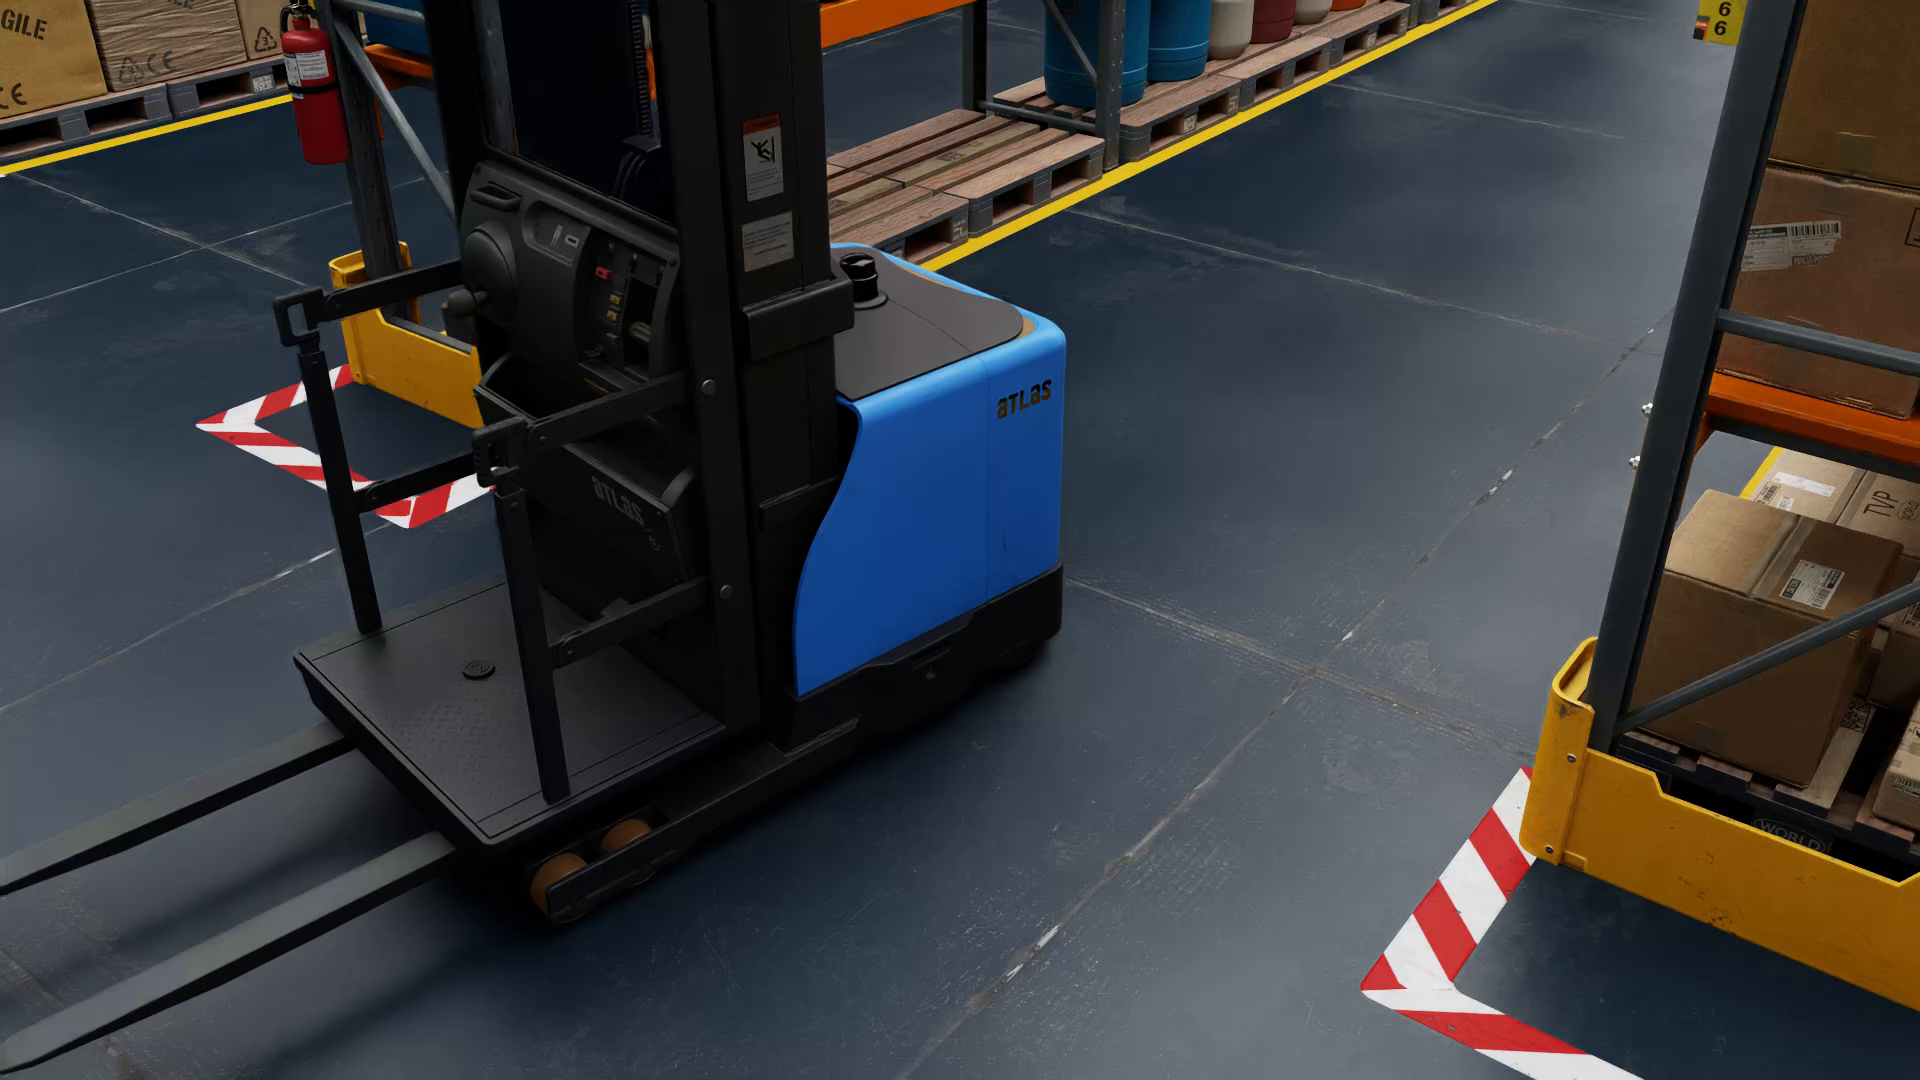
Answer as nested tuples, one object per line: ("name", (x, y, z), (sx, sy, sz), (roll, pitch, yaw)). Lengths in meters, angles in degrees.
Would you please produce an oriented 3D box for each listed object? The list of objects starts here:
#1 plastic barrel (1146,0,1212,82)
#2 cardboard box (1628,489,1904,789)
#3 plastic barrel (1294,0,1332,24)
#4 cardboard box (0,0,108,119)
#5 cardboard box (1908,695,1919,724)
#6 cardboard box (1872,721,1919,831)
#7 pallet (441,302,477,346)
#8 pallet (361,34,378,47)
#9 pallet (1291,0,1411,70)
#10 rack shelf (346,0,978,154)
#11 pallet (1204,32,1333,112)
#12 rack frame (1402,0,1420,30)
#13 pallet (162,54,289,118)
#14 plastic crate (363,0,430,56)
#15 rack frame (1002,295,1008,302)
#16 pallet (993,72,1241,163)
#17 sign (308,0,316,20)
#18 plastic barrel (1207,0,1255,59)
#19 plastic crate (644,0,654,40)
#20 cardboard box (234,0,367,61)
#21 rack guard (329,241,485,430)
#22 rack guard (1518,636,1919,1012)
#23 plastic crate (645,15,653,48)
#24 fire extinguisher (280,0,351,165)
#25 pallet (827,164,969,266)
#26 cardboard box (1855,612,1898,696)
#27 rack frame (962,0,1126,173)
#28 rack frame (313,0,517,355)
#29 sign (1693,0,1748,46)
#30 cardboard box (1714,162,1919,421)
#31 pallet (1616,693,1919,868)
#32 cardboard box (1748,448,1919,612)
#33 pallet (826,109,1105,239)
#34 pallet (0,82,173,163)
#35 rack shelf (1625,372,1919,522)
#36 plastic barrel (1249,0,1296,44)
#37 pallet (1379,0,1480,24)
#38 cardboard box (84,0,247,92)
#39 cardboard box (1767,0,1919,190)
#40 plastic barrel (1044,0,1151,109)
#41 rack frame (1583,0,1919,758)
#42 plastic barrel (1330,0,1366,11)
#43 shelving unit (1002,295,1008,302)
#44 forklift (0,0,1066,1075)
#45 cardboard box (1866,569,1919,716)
("plastic barrel", (1.214, -3.275, 9.981), (0.600, 0.901, 0.708), (21, 37, 31))
("cardboard box", (2.109, 0.248, 4.410), (0.500, 0.500, 0.500), (21, 37, 31))
("plastic barrel", (2.308, -3.769, 11.195), (0.421, 0.512, 0.421), (0, 31, 0))
("cardboard box", (-5.596, -2.943, 9.446), (0.875, 0.875, 0.875), (21, 37, 31))
("cardboard box", (2.655, 0.522, 4.275), (0.380, 0.166, 0.250), (21, 37, 31))
("cardboard box", (2.504, 0.631, 4.108), (0.380, 0.149, 0.250), (21, 37, 31))
("pallet", (-1.441, -0.991, 7.216), (1.003, 0.211, 1.213), (21, 37, 31))
("pallet", (-4.026, -3.533, 11.505), (1.003, 0.211, 1.213), (21, 37, 31))
("pallet", (2.416, -3.587, 11.595), (1.003, 0.211, 1.213), (21, 37, 31))
("rack shelf", (-0.763, -2.371, 7.514), (1.077, 0.370, 4.000), (21, 37, 31))
("pallet", (1.680, -3.093, 10.762), (1.003, 0.211, 1.213), (21, 37, 31))
("rack frame", (2.859, -5.119, 11.446), (1.000, 3.000, 0.127), (21, 37, 31))
("pallet", (-4.762, -3.035, 10.664), (1.003, 0.211, 1.213), (21, 37, 31))
("plastic crate", (-1.917, -2.102, 6.262), (0.616, 0.435, 0.499), (21, 37, 31))
("rack frame", (0.056, -0.425, 5.585), (0.240, 0.900, 0.006), (21, 37, 31))
("pallet", (0.944, -2.595, 9.921), (1.003, 0.211, 1.213), (21, 37, 31))
("sign", (-2.418, -2.101, 6.192), (0.100, 0.325, 0.005), (21, 37, 31))
("plastic barrel", (1.626, -3.310, 10.421), (0.421, 0.512, 0.421), (0, 31, 0))
("plastic crate", (-1.161, -2.088, 6.437), (0.416, 0.233, 0.300), (21, 37, 31))
("cardboard box", (-4.510, -3.675, 10.681), (0.875, 0.875, 0.875), (21, 37, 31))
("rack guard", (-1.974, -0.779, 6.573), (1.175, 0.500, 0.348), (21, 37, 31))
("rack guard", (2.023, 0.703, 4.074), (1.175, 0.500, 0.348), (21, 37, 31))
("plastic crate", (-1.299, -1.884, 6.187), (0.250, 0.136, 0.298), (21, 37, 31))
("fire extinguisher", (-2.423, -1.753, 6.207), (0.296, 0.674, 0.183), (21, 37, 31))
("pallet", (-0.704, -1.485, 8.049), (1.003, 0.211, 1.213), (21, 37, 31))
("cardboard box", (2.425, 0.254, 4.727), (0.380, 0.166, 0.250), (21, 37, 31))
("rack frame", (0.445, -3.494, 8.703), (1.000, 3.000, 0.127), (21, 37, 31))
("rack frame", (-1.970, -1.868, 5.959), (1.000, 3.000, 0.127), (21, 37, 31))
("sign", (1.546, -1.155, 3.311), (0.100, 0.325, 0.005), (21, 37, 31))
("cardboard box", (2.030, -0.651, 3.808), (0.500, 0.500, 0.500), (22, 37, 33))
("pallet", (2.503, 0.503, 4.695), (1.003, 0.211, 1.213), (21, 37, 31))
("cardboard box", (2.706, -0.022, 5.110), (0.500, 0.250, 0.500), (21, 37, 31))
("pallet", (0.032, -1.983, 8.889), (1.003, 0.211, 1.213), (21, 37, 31))
("pallet", (-5.498, -2.541, 9.831), (1.003, 0.211, 1.213), (21, 37, 31))
("rack shelf", (3.184, -0.845, 4.940), (1.077, 0.370, 4.000), (21, 37, 31))
("plastic barrel", (1.896, -3.600, 10.835), (0.600, 0.588, 0.708), (21, 37, 31))
("pallet", (3.358, -4.223, 12.668), (1.003, 0.211, 1.213), (21, 37, 31))
("cardboard box", (-5.047, -3.313, 10.071), (0.875, 0.875, 0.875), (21, 37, 31))
("cardboard box", (2.026, -1.080, 3.552), (0.500, 0.500, 0.500), (21, 36, 31))
("plastic barrel", (0.787, -2.987, 9.495), (0.600, 0.901, 0.708), (21, 37, 31))
("rack frame", (1.977, -0.342, 3.384), (1.000, 3.000, 0.127), (21, 37, 31))
("plastic barrel", (2.577, -4.162, 11.548), (0.600, 0.830, 0.708), (21, 37, 31))
("shelving unit", (-0.005, -0.384, 5.515), (0.258, 0.900, 0.210), (21, 37, 31))
("forklift", (-1.111, -0.610, 3.904), (3.031, 2.935, 1.130), (-25, 39, -36))
("cardboard box", (2.833, 0.315, 4.542), (0.500, 0.250, 0.500), (21, 37, 31))
